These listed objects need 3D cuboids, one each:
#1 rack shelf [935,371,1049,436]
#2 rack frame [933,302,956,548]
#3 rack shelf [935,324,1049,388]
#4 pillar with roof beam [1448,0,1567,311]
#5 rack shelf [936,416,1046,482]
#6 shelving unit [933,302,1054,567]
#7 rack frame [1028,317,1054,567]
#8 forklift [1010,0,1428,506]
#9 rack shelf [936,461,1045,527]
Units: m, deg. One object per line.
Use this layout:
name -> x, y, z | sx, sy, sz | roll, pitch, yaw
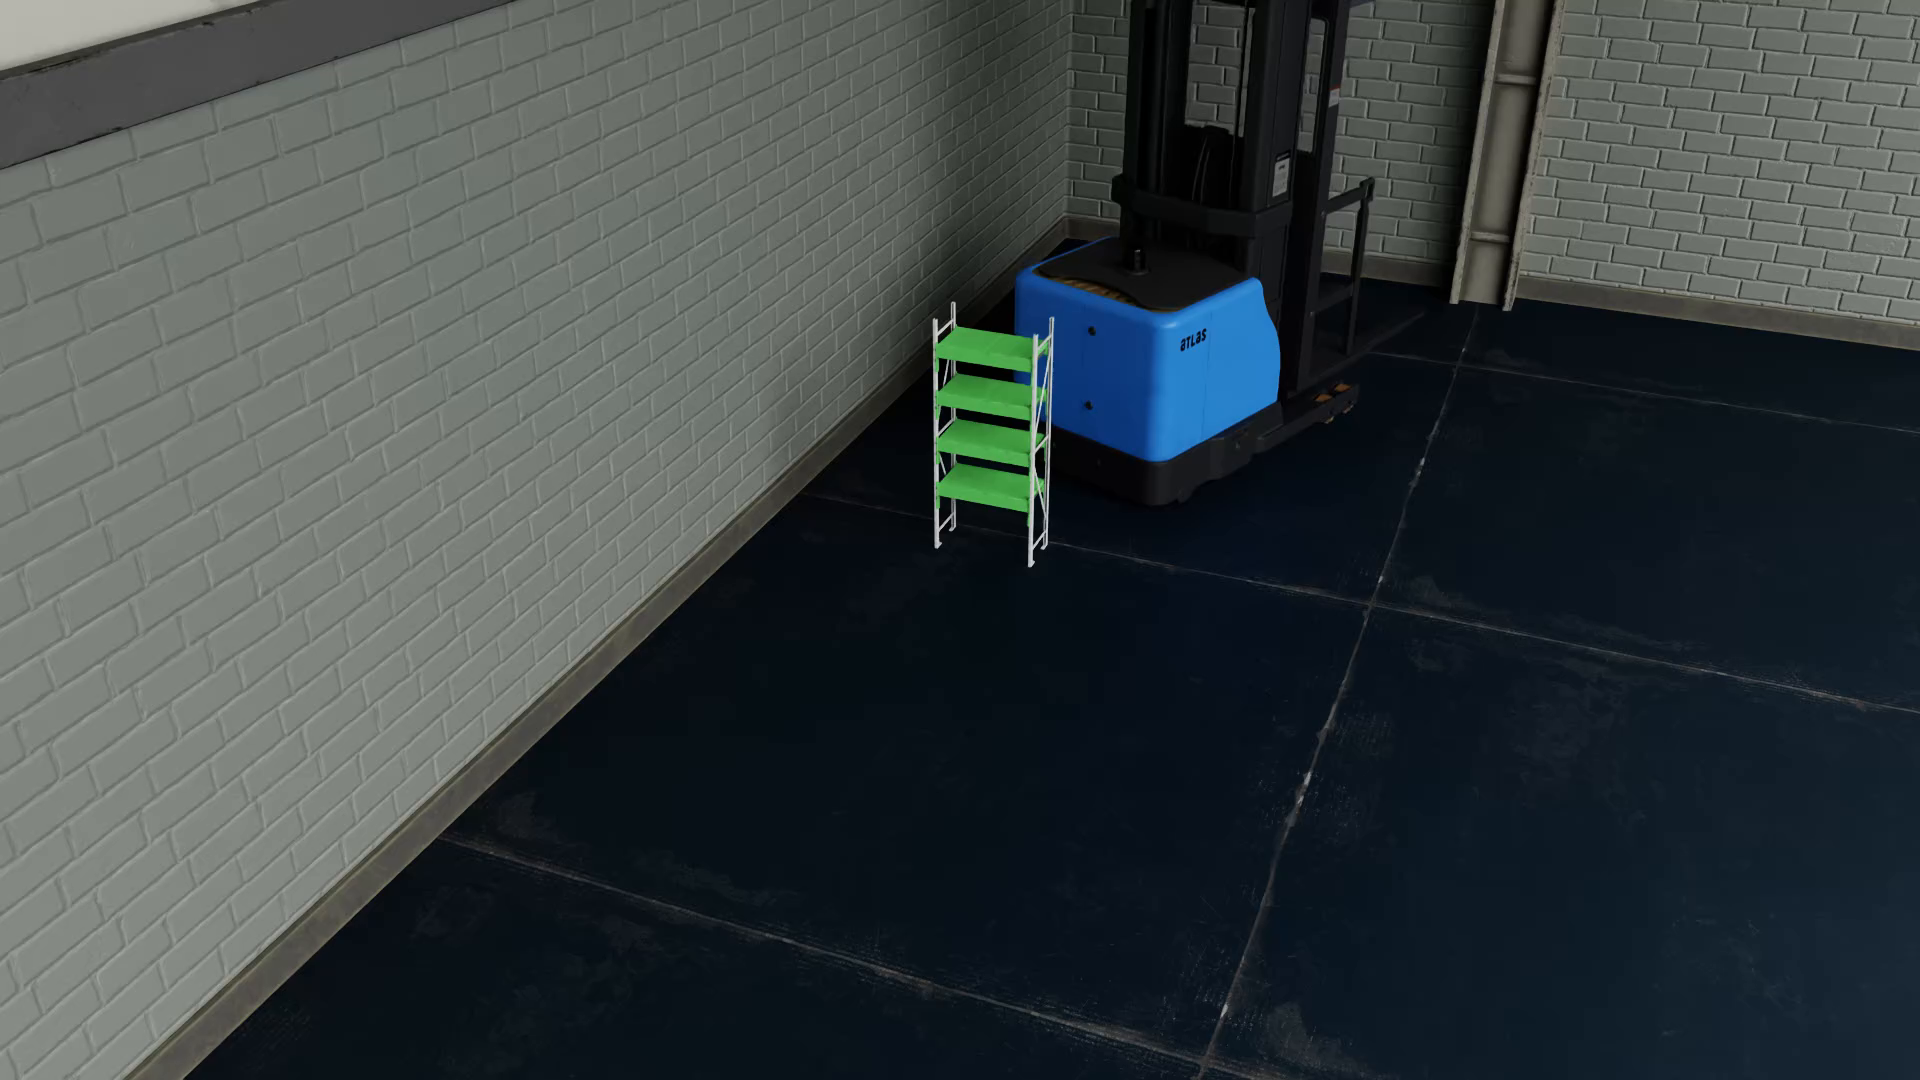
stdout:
rack shelf -> 0.153, -0.645, 7.814 | 0.480, 0.148, 0.258 | 11, 31, 19
rack frame -> -0.073, -0.537, 7.980 | 0.015, 1.200, 0.240 | 11, 31, 19
rack shelf -> 0.153, -0.854, 7.696 | 0.480, 0.148, 0.258 | 11, 31, 19
pillar with roof beam -> 1.864, -3.561, 5.404 | 0.400, 9.000, 9.100 | 11, 31, 19
rack shelf -> 0.153, -0.436, 7.932 | 0.480, 0.148, 0.258 | 11, 31, 19
shelving unit -> 0.153, -0.492, 7.901 | 0.503, 1.200, 0.258 | 11, 31, 19
rack frame -> 0.379, -0.447, 7.821 | 0.015, 1.200, 0.240 | 11, 31, 19
forklift -> 1.638, -2.086, 8.962 | 1.130, 2.935, 3.031 | 25, 38, 36
rack shelf -> 0.153, -0.227, 8.050 | 0.480, 0.148, 0.258 | 11, 31, 19
